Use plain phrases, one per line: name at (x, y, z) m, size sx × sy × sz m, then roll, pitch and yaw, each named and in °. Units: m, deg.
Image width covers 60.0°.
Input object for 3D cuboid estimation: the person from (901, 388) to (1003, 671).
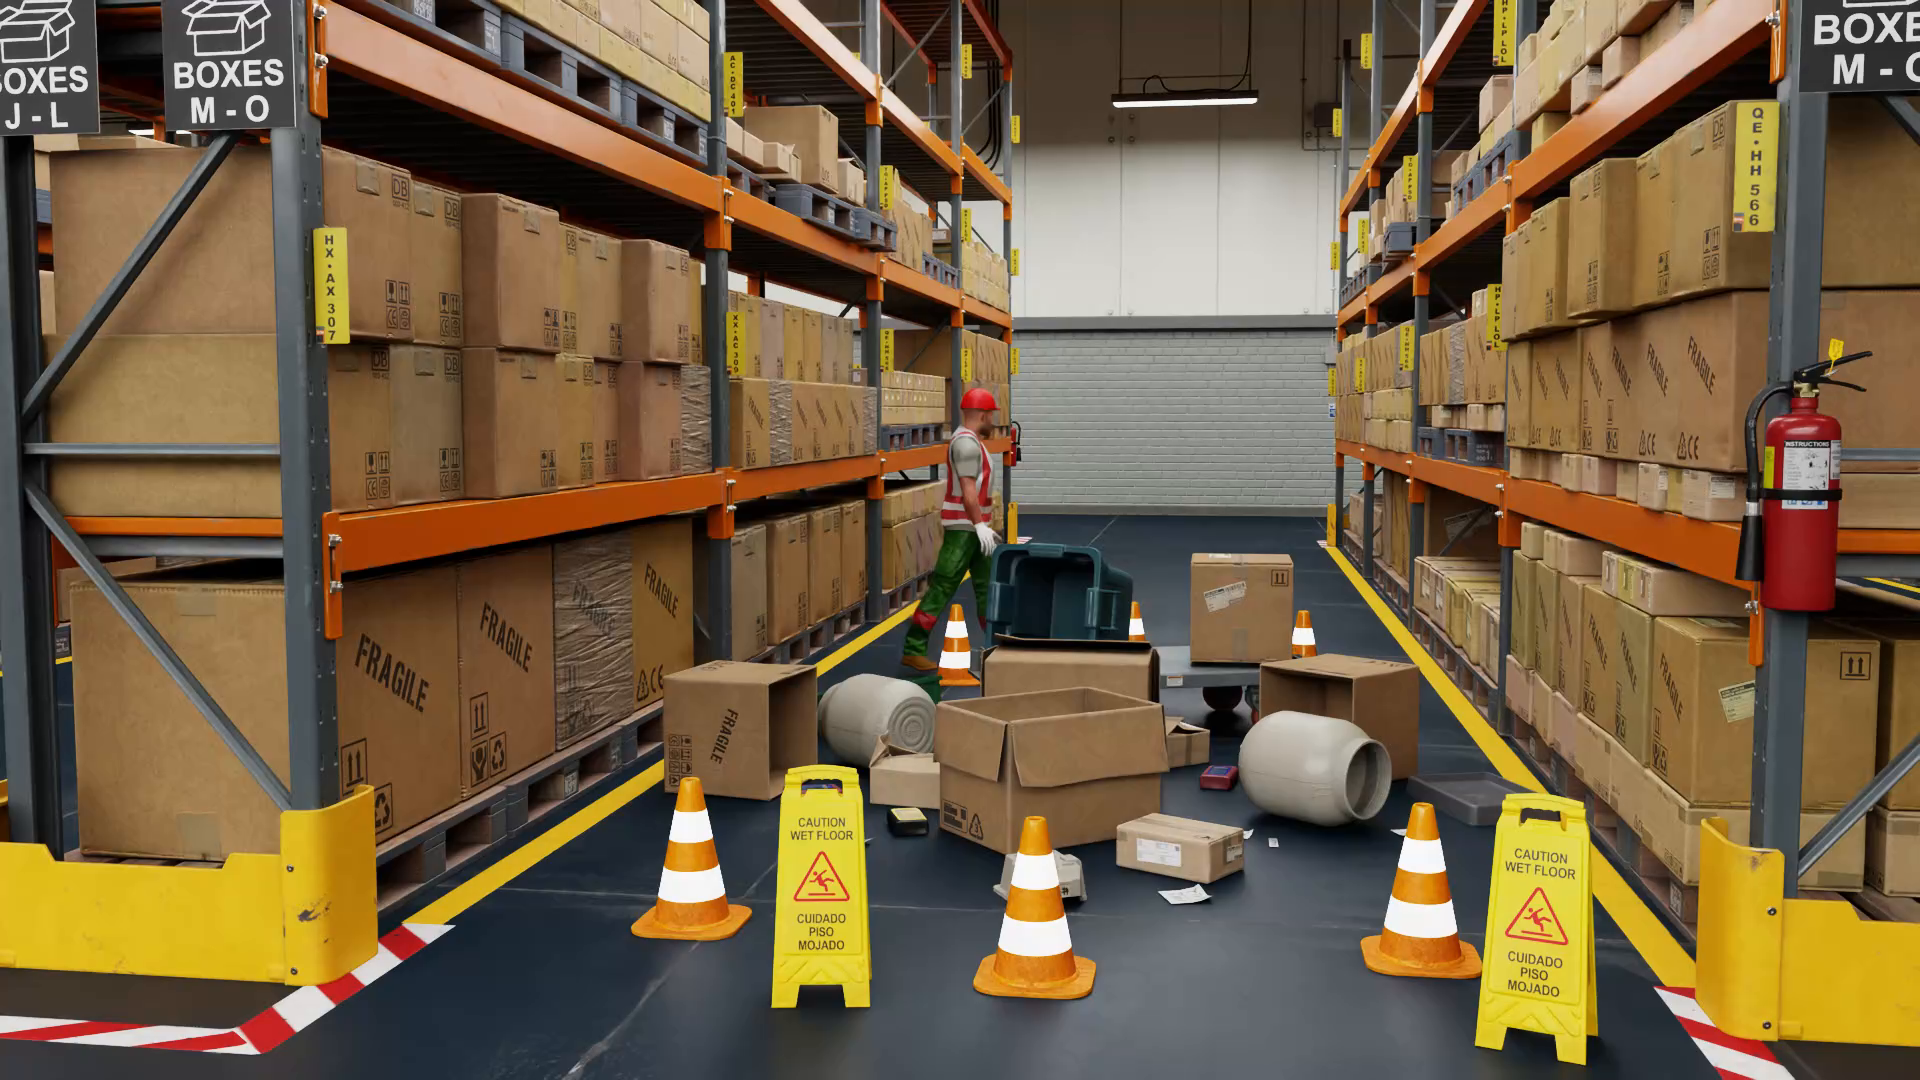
person at (0.070, -0.056, 10.360) m, size 0.842 × 1.771 × 0.648 m, roll 1°, pitch 4°, yaw 7°
